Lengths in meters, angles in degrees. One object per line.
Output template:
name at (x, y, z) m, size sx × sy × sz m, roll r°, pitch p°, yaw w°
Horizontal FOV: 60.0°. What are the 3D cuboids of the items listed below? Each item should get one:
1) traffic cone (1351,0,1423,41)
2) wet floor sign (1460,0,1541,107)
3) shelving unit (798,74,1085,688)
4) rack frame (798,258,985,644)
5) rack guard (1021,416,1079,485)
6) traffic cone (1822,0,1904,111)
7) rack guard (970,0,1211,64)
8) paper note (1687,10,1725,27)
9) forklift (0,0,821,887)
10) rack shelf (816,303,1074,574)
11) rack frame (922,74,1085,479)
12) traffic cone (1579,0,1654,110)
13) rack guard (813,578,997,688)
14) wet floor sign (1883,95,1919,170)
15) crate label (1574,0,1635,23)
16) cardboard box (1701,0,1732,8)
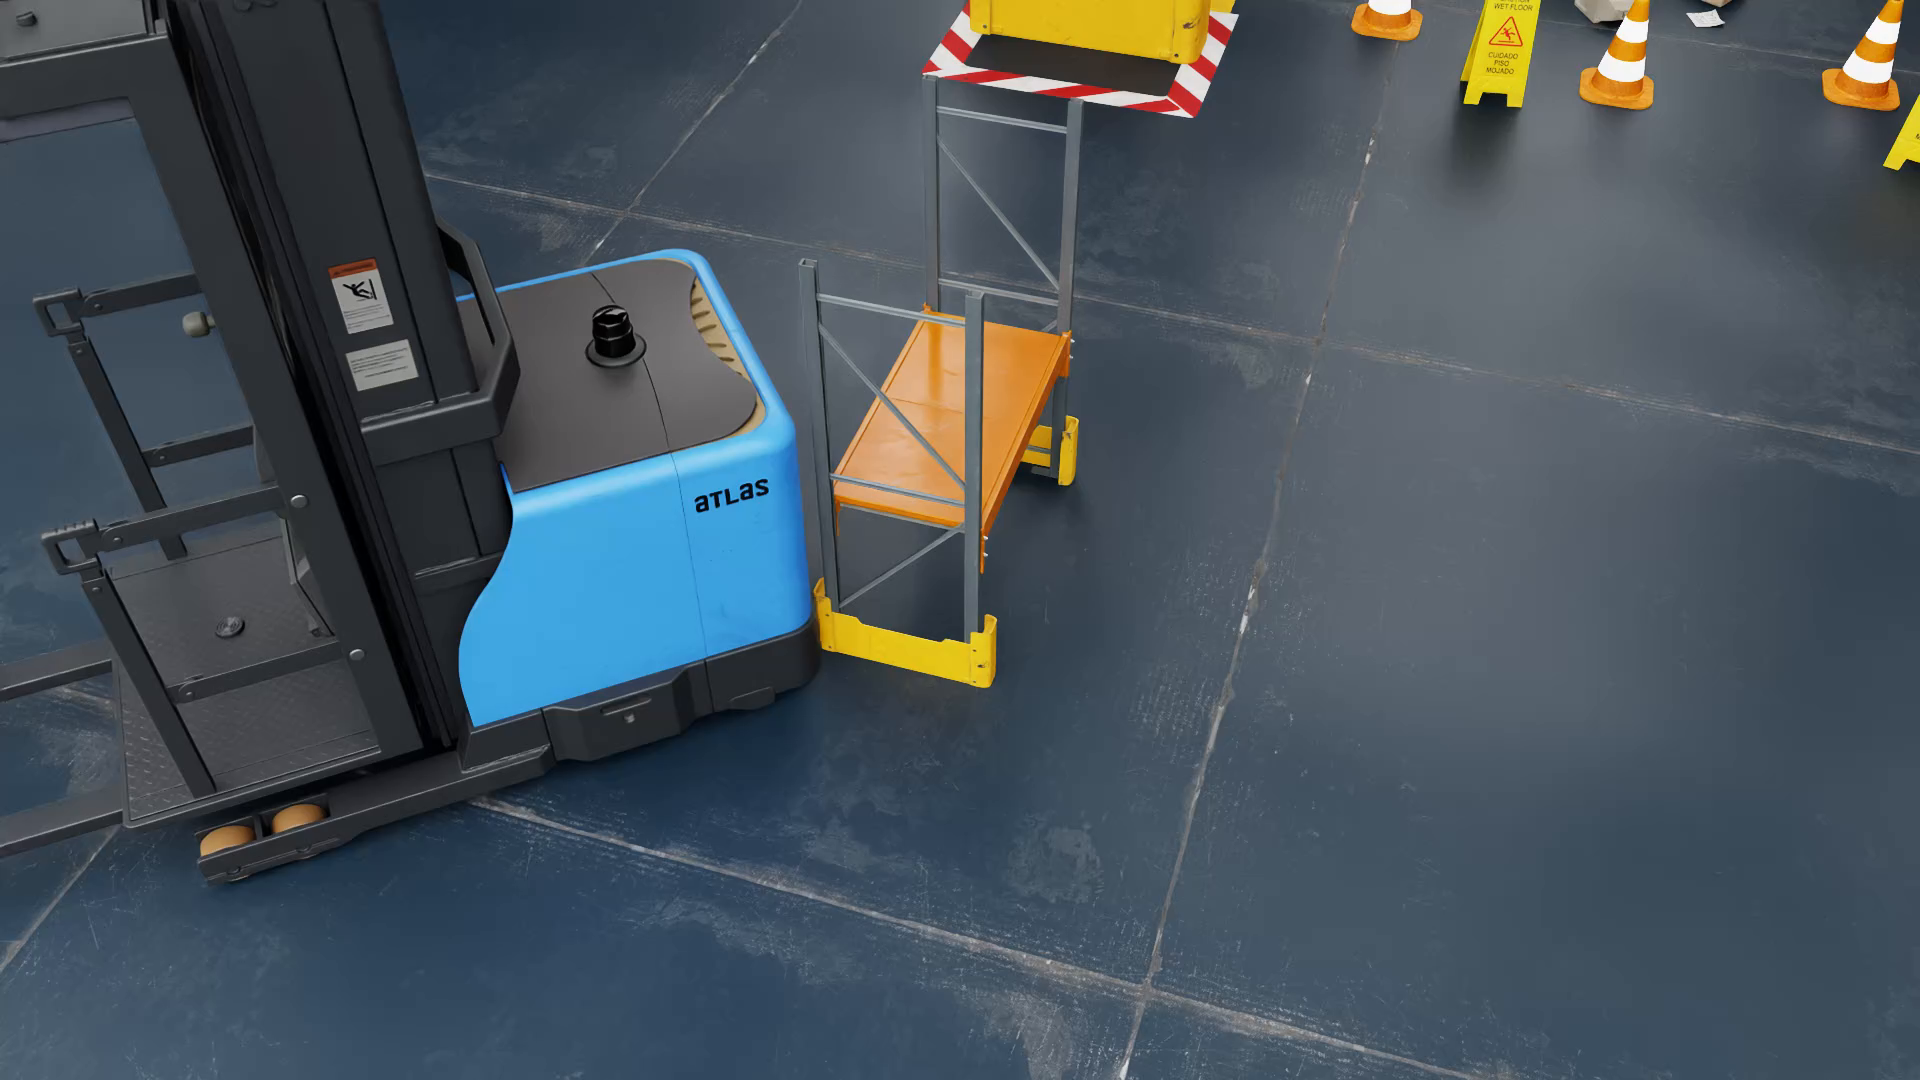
traffic cone at (2.163, -2.786, 8.266) m, size 0.336 × 0.463 × 0.334 m, roll 13°, pitch 46°, yaw 13°
wet floor sign at (2.527, -2.359, 7.699) m, size 0.267 × 0.644 × 0.232 m, roll 5°, pitch 45°, yaw 5°
shelving unit at (-0.023, -0.485, 5.174) m, size 0.587 × 1.500 × 1.083 m, roll 13°, pitch 46°, yaw 13°
rack frame at (-0.180, -0.140, 4.821) m, size 0.500 × 1.500 × 0.032 m, roll 13°, pitch 46°, yaw 13°
rack guard at (0.128, -0.370, 5.950) m, size 0.587 × 0.250 × 0.087 m, roll 13°, pitch 46°, yaw 13°
traffic cone at (4.298, -2.311, 7.781) m, size 0.336 × 0.463 × 0.334 m, roll 13°, pitch 46°, yaw 13°
rack guard at (0.641, -2.730, 8.182) m, size 1.175 × 0.500 × 0.348 m, roll 13°, pitch 46°, yaw 13°
paper note at (3.786, -2.648, 8.435) m, size 0.148 × 0.019 × 0.142 m, roll -2°, pitch 44°, yaw -2°
forklift at (-2.006, -0.496, 4.161) m, size 3.031 × 2.935 × 1.130 m, roll -16°, pitch 47°, yaw -16°
rack shelf at (-0.026, -0.351, 5.293) m, size 0.538 × 0.185 × 1.000 m, roll 13°, pitch 46°, yaw 13°
rack frame at (0.128, -0.818, 5.514) m, size 0.500 × 1.500 × 0.032 m, roll 13°, pitch 46°, yaw 13°
traffic cone at (3.137, -2.320, 7.790) m, size 0.336 × 0.463 × 0.334 m, roll 13°, pitch 46°, yaw 13°
rack guard at (-0.174, 0.293, 5.271) m, size 0.587 × 0.250 × 0.087 m, roll 13°, pitch 46°, yaw 13°
wet floor sign at (4.320, -1.916, 7.247) m, size 0.267 × 0.644 × 0.232 m, roll 28°, pitch 51°, yaw 26°
crate label at (3.316, -2.740, 8.452) m, size 0.250 × 0.136 × 0.298 m, roll -9°, pitch 45°, yaw -9°
cardboard box at (3.868, -2.940, 8.648) m, size 0.250 × 0.149 × 0.380 m, roll -33°, pitch 53°, yaw -29°
